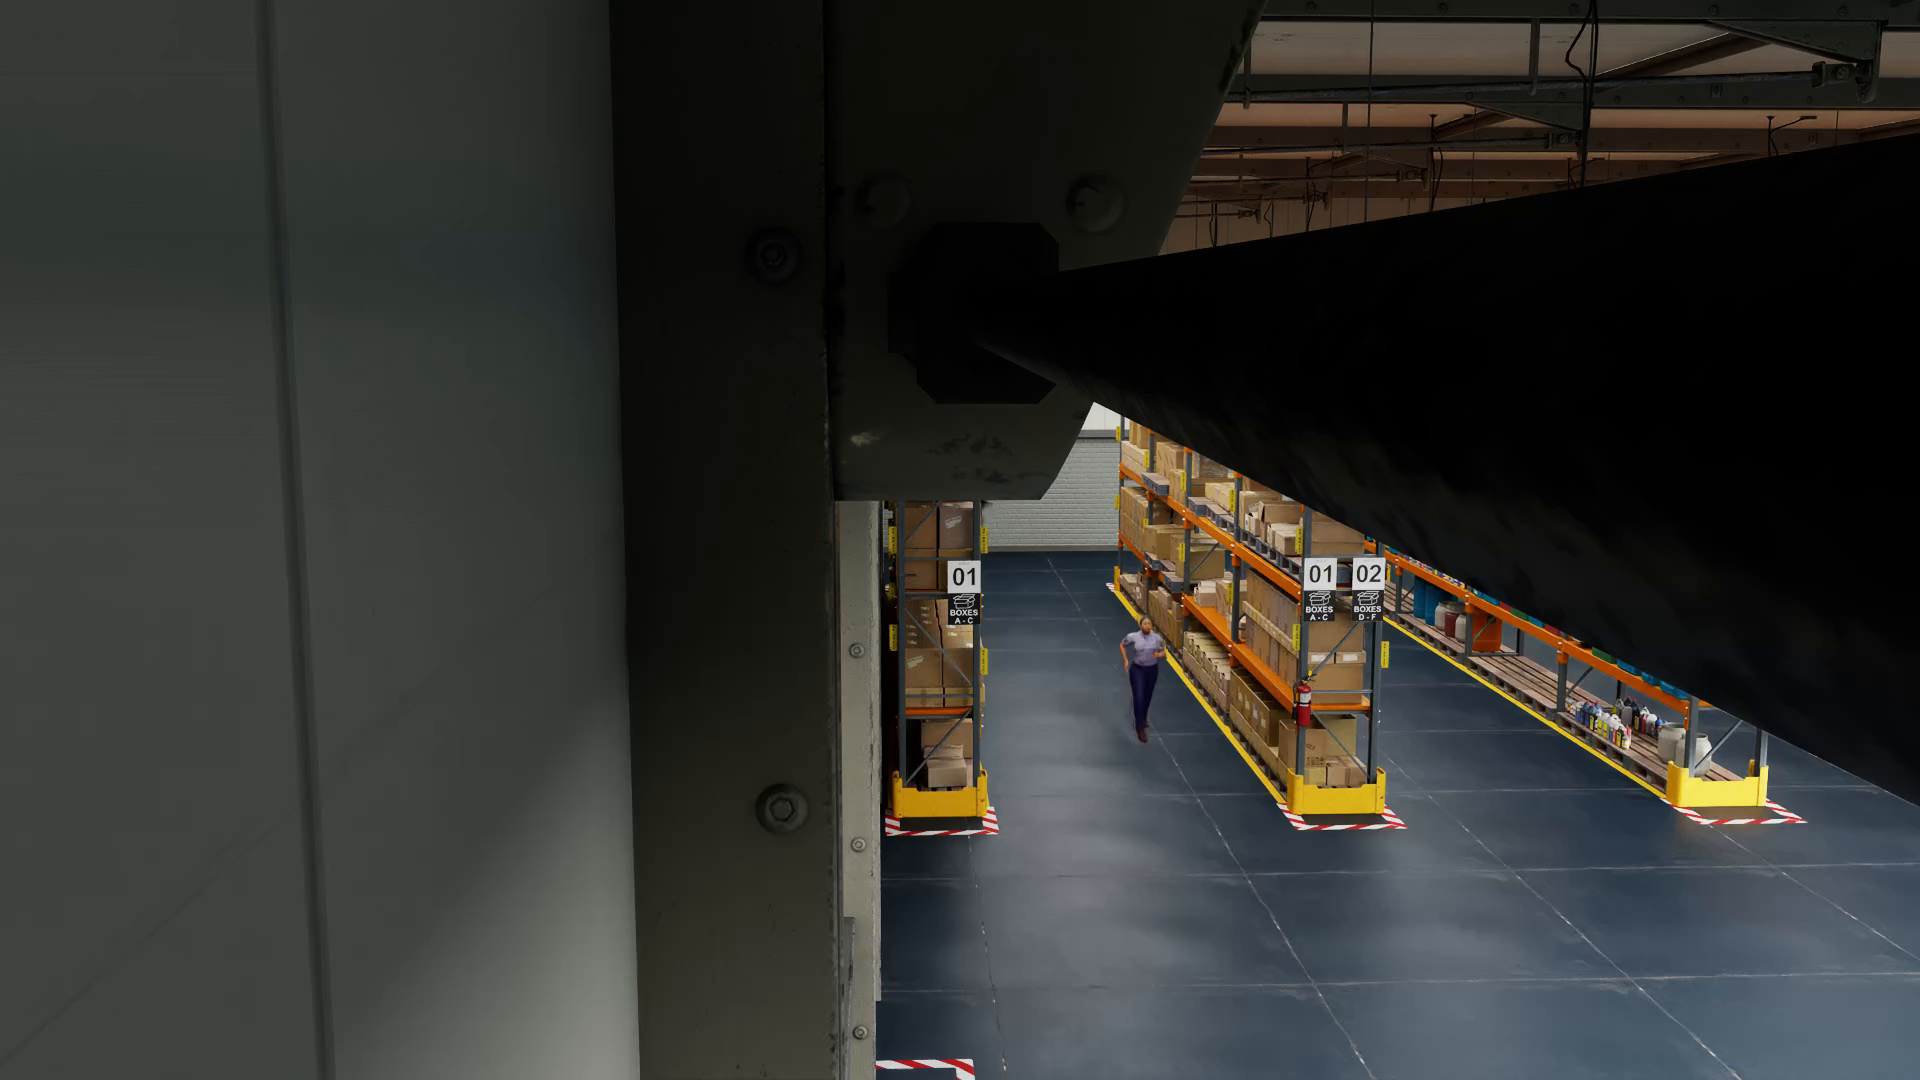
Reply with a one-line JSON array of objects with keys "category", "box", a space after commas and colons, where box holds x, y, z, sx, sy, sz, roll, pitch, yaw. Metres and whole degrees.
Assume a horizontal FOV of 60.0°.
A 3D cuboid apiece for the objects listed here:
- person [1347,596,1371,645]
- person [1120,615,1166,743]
[{"category": "person", "box": [7.232, 1.192, 30.115, 0.556, 1.626, 0.504, 0, 8, -2]}, {"category": "person", "box": [2.584, 1.910, 23.346, 0.582, 1.733, 0.746, -2, 8, -14]}]
